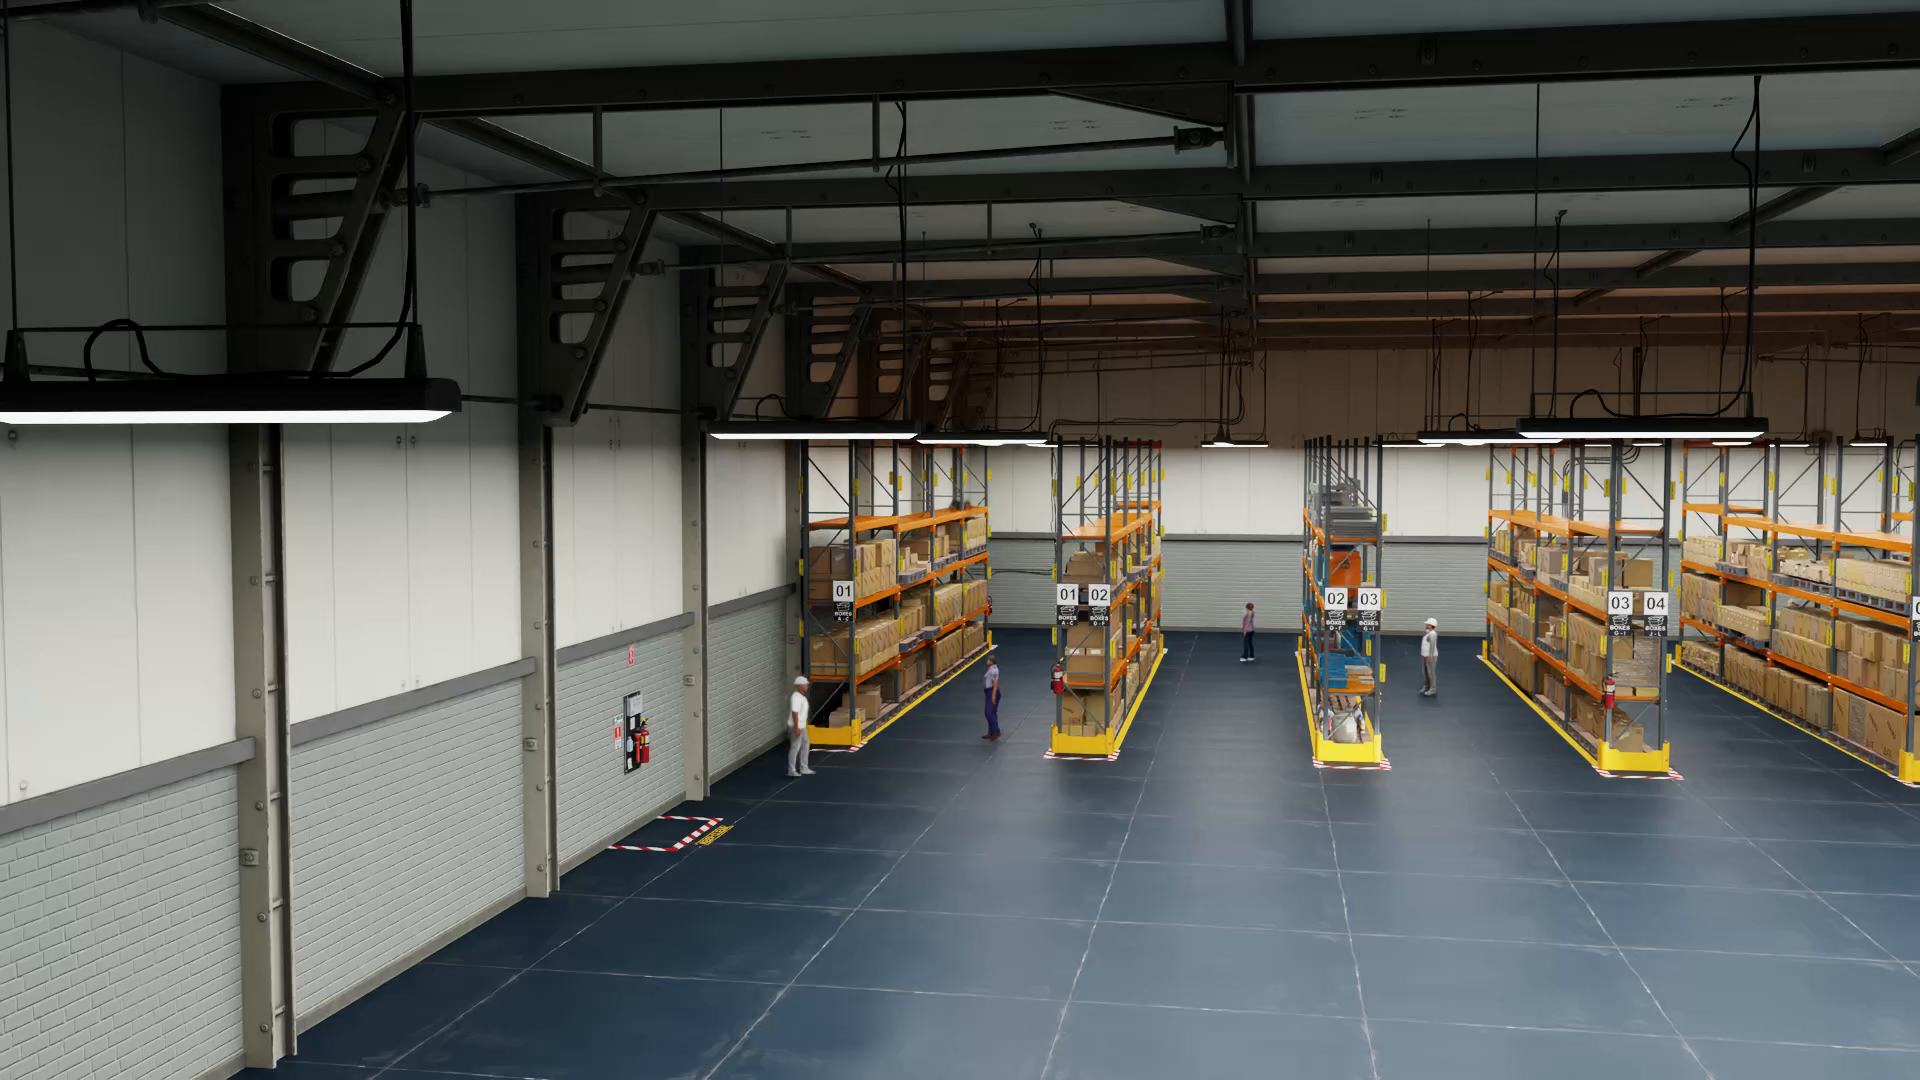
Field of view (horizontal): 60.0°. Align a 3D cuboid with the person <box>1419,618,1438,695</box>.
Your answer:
[{"bbox_3d":[11.006,2.719,38.984,0.399,1.780,0.564,0,3,-9],"label":"person"}]

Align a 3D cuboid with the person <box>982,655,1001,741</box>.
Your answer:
[{"bbox_3d":[0.618,3.127,33.025,0.378,1.693,0.546,0,3,-3],"label":"person"}]

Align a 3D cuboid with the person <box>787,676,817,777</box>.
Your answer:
[{"bbox_3d":[-2.803,3.280,29.175,0.482,1.769,0.685,0,3,7],"label":"person"}]

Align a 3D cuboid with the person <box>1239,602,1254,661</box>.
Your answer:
[{"bbox_3d":[7.779,2.490,45.109,0.382,1.602,0.483,1,3,26],"label":"person"}]

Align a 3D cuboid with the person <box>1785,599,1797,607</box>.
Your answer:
[{"bbox_3d":[22.898,2.419,45.733,0.728,1.622,0.489,0,3,-5],"label":"person"}]
